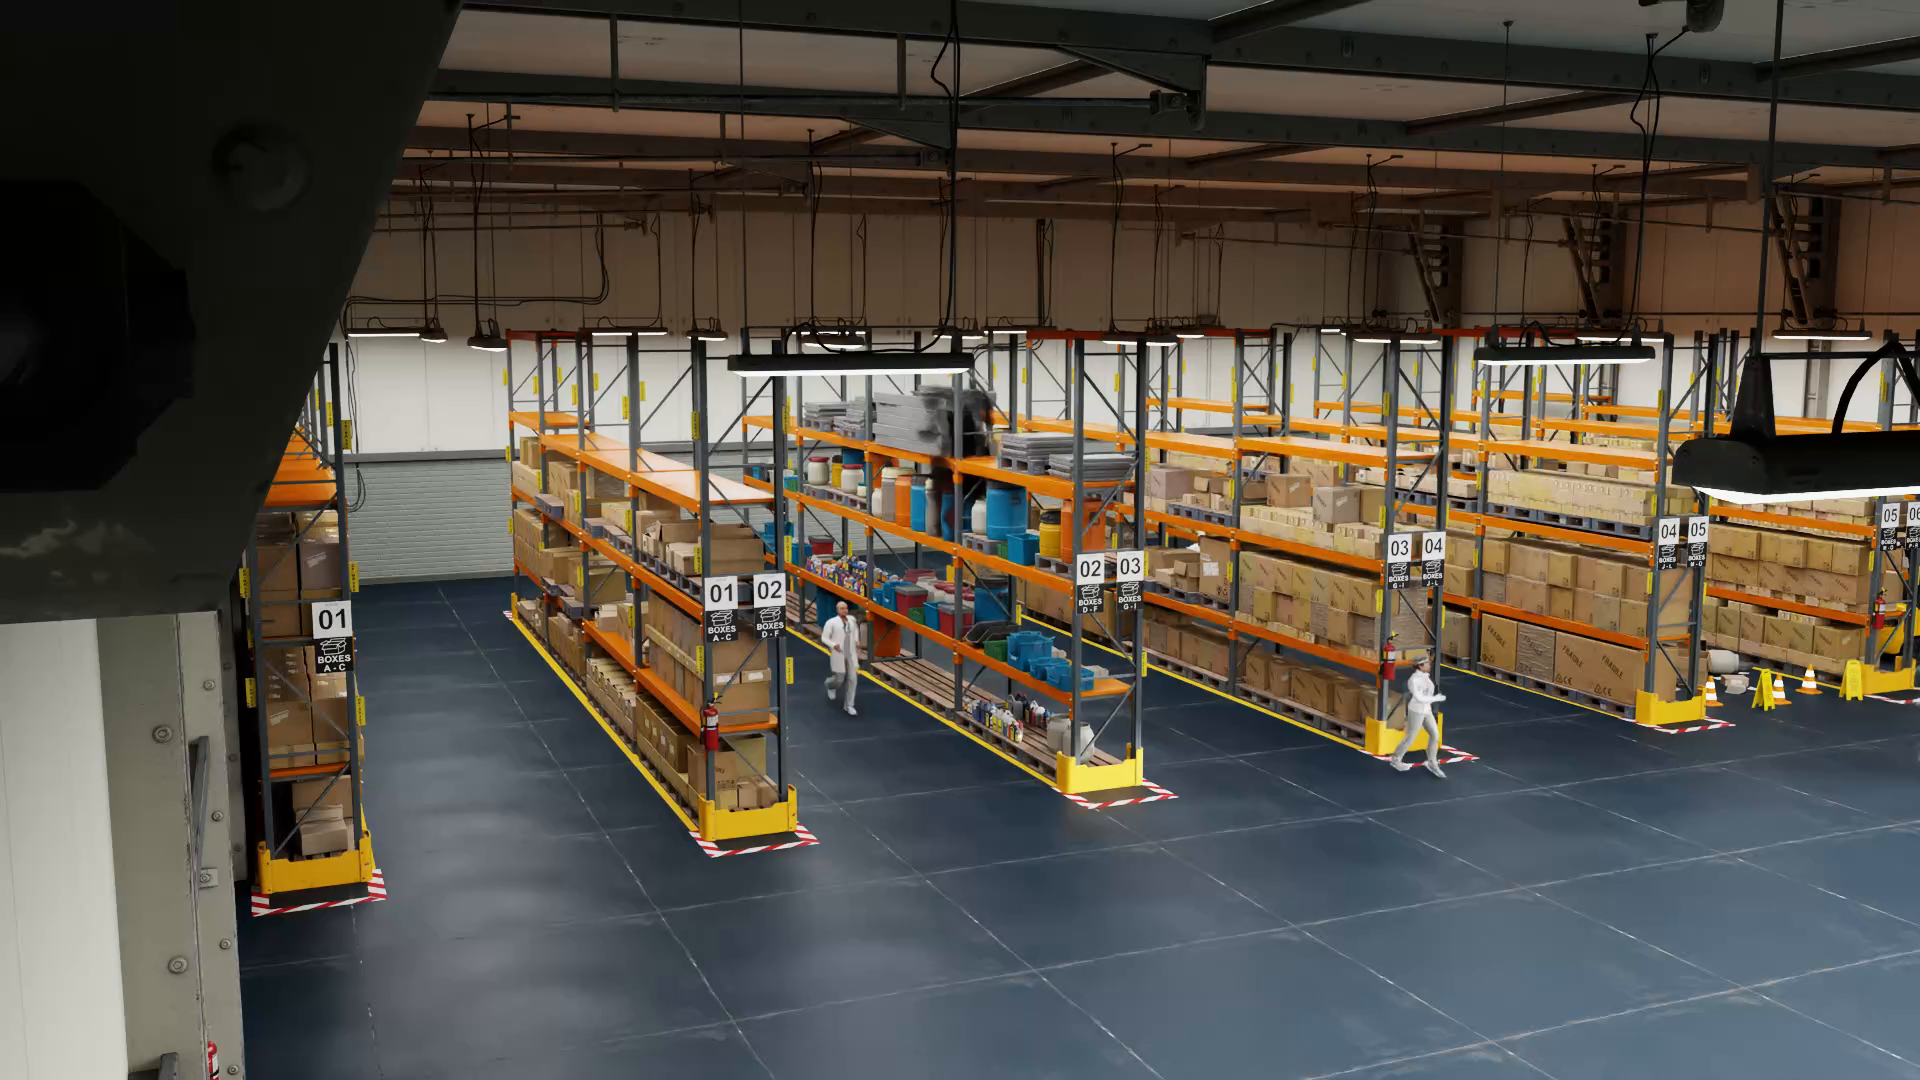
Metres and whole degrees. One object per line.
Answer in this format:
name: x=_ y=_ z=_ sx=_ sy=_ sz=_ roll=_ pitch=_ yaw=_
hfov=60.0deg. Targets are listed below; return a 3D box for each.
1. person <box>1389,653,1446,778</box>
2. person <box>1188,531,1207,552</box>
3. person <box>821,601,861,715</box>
person: x=6.288 y=2.398 z=22.790 sx=0.729 sy=1.741 sz=0.611 roll=5 pitch=9 yaw=31
person: x=5.141 y=0.648 z=35.540 sx=0.747 sy=1.722 sz=0.616 roll=-3 pitch=8 yaw=-20
person: x=-1.881 y=1.857 z=26.623 sx=0.710 sy=1.776 sz=0.944 roll=-4 pitch=9 yaw=-28
